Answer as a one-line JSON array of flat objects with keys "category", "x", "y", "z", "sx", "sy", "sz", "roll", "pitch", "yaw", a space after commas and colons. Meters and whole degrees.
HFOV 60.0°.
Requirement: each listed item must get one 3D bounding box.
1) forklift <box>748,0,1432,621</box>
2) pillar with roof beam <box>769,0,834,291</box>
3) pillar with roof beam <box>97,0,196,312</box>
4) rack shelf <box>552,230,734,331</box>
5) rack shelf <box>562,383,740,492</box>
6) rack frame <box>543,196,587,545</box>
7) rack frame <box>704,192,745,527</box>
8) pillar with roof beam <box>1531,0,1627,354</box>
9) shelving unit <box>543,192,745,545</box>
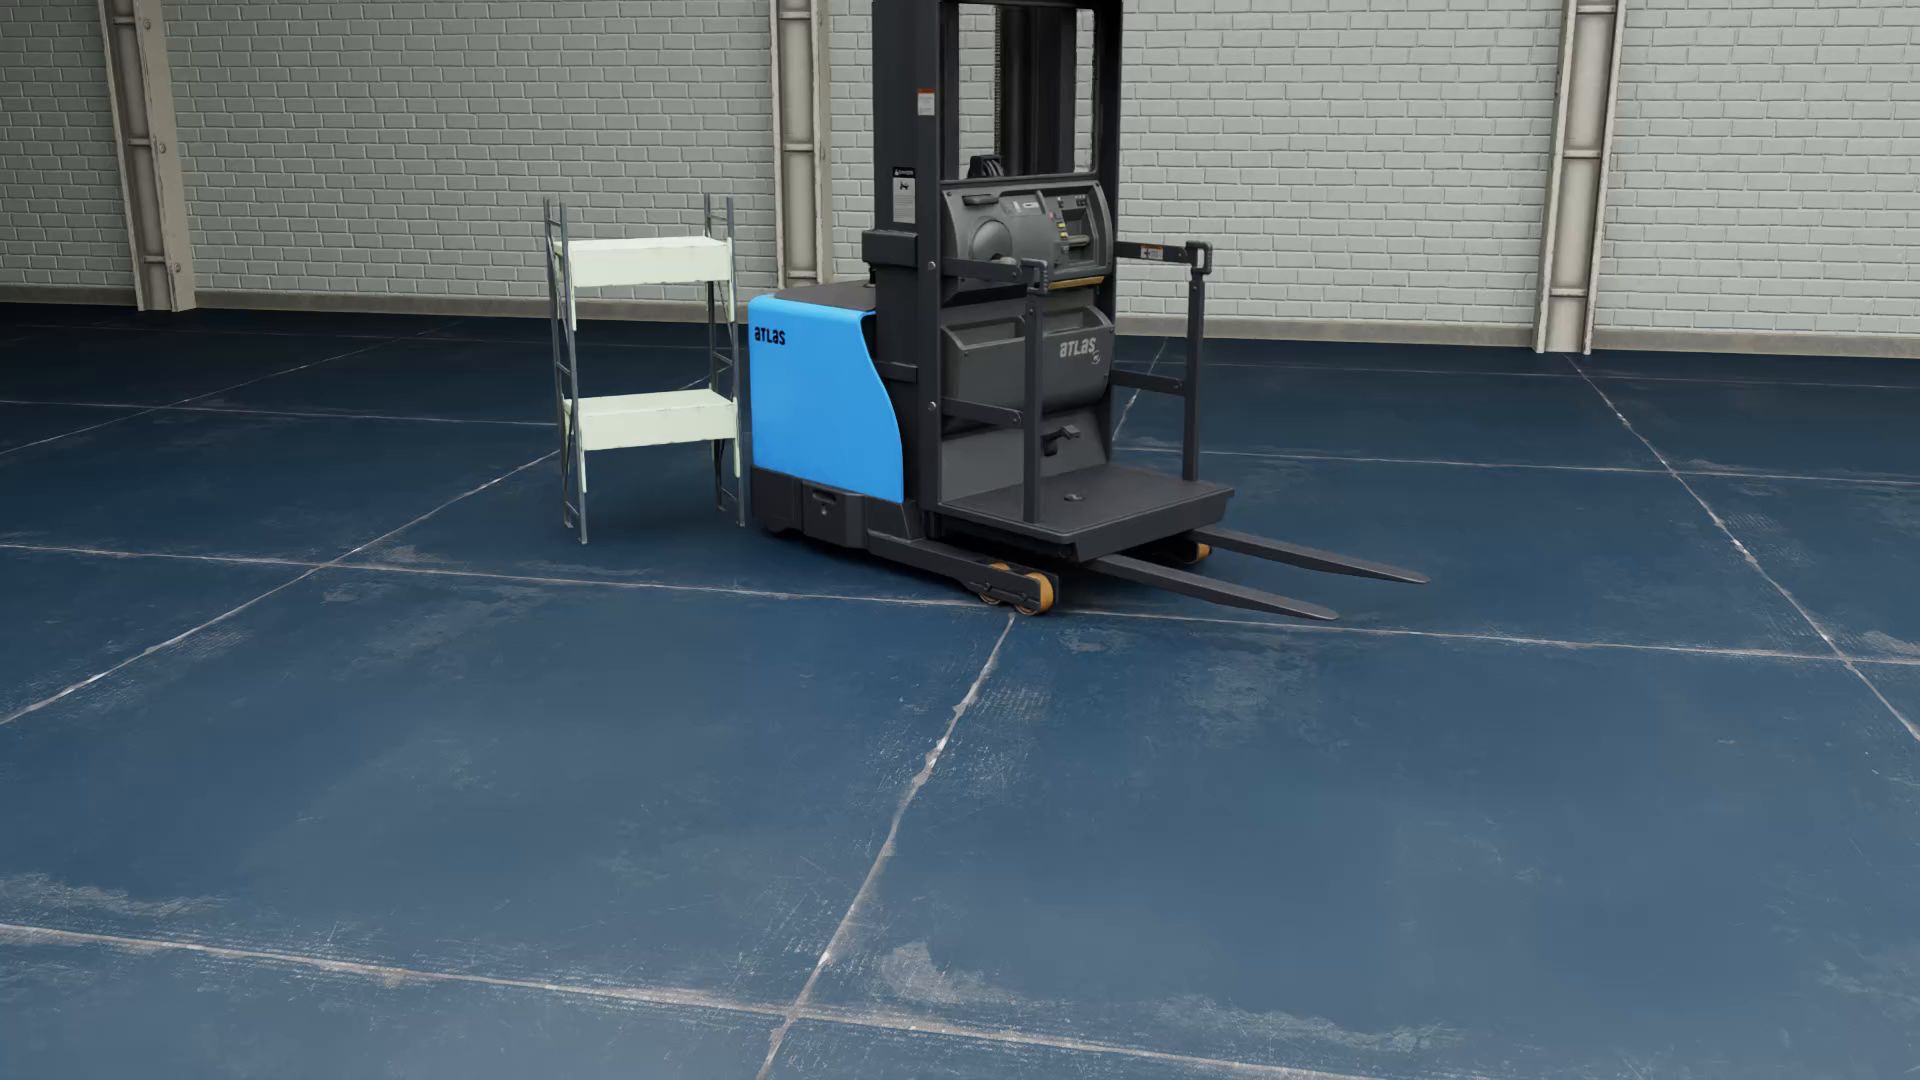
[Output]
[{"category": "forklift", "x": 0.437, "y": -1.275, "z": 6.604, "sx": 1.130, "sy": 2.935, "sz": 3.031, "roll": -15, "pitch": 21, "yaw": -43}, {"category": "pillar with roof beam", "x": -2.139, "y": -4.981, "z": 8.618, "sx": 0.400, "sy": 9.000, "sz": 9.100, "roll": 3, "pitch": 16, "yaw": 11}, {"category": "pillar with roof beam", "x": -8.018, "y": -5.300, "z": 9.770, "sx": 0.400, "sy": 9.000, "sz": 9.100, "roll": 3, "pitch": 16, "yaw": 11}, {"category": "rack shelf", "x": -1.423, "y": -1.168, "z": 7.438, "sx": 0.720, "sy": 0.370, "sz": 0.431, "roll": -7, "pitch": 17, "yaw": -23}, {"category": "rack shelf", "x": -1.423, "y": -0.478, "z": 7.630, "sx": 0.720, "sy": 0.370, "sz": 0.431, "roll": -7, "pitch": 17, "yaw": -23}, {"category": "rack frame", "x": -1.757, "y": -0.752, "z": 7.397, "sx": 0.023, "sy": 1.500, "sz": 0.400, "roll": -7, "pitch": 17, "yaw": -23}, {"category": "rack frame", "x": -1.090, "y": -0.833, "z": 7.688, "sx": 0.023, "sy": 1.500, "sz": 0.400, "roll": -7, "pitch": 17, "yaw": -23}, {"category": "pillar with roof beam", "x": 3.741, "y": -4.662, "z": 7.465, "sx": 0.400, "sy": 9.000, "sz": 9.100, "roll": 3, "pitch": 16, "yaw": 11}, {"category": "shelving unit", "x": -1.423, "y": -0.792, "z": 7.543, "sx": 0.755, "sy": 1.500, "sz": 0.431, "roll": -7, "pitch": 17, "yaw": -23}]
